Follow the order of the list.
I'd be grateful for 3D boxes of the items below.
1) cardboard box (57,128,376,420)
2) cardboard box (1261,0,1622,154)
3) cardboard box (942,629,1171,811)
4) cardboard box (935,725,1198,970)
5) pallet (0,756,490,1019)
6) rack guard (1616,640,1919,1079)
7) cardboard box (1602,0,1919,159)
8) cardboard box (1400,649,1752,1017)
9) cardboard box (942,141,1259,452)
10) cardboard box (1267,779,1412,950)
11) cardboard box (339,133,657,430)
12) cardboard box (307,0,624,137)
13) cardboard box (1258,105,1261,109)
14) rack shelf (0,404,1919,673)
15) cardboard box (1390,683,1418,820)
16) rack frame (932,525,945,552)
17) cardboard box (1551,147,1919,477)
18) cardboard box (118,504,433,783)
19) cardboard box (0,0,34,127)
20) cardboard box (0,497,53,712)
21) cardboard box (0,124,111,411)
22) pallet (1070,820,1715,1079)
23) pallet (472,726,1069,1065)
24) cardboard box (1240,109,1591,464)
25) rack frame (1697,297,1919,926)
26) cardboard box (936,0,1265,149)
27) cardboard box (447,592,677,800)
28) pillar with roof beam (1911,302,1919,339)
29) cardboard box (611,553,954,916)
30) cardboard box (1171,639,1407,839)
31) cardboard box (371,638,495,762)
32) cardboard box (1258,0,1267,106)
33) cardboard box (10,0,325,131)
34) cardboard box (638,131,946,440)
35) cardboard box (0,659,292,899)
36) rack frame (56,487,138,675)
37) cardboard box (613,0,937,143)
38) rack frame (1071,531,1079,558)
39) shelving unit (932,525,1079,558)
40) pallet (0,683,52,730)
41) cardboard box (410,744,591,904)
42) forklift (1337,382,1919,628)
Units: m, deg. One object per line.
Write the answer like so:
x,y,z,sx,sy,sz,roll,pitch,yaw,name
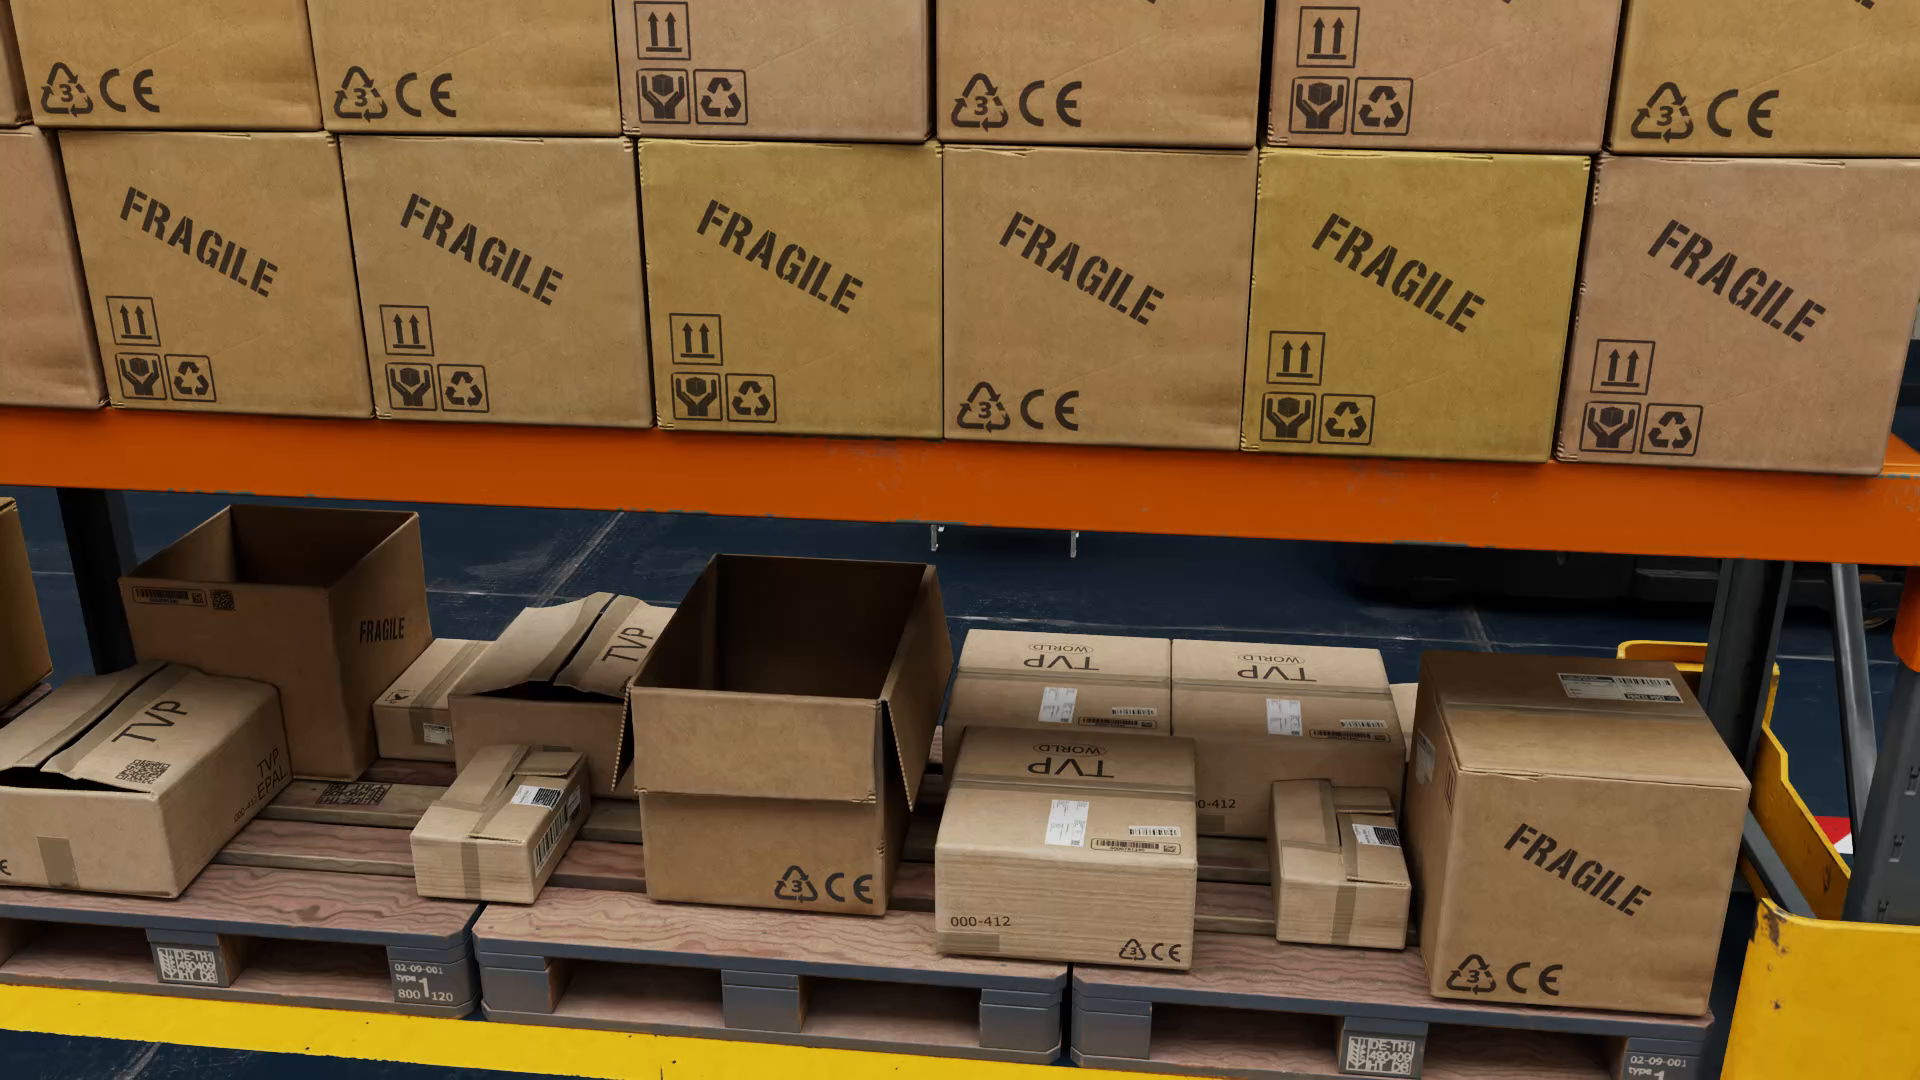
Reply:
-1.252,-0.546,3.104,0.500,0.500,0.500,3,22,7,cardboard box
0.761,-0.920,2.692,0.500,0.500,0.500,3,22,8,cardboard box
0.238,0.435,3.901,0.500,0.250,0.500,2,22,6,cardboard box
0.229,0.620,3.433,0.500,0.250,0.500,2,22,6,cardboard box
-1.553,0.685,3.919,1.213,0.211,1.003,2,22,6,pallet
1.662,0.691,3.513,0.348,0.500,1.175,2,22,6,rack guard
1.263,-0.899,2.637,0.500,0.500,0.500,2,22,6,cardboard box
1.169,0.556,3.256,0.500,0.500,0.500,2,22,6,cardboard box
0.250,-0.480,2.937,0.500,0.500,0.500,3,22,7,cardboard box
0.777,0.661,3.444,0.250,0.166,0.380,2,22,6,cardboard box
-0.755,-0.523,3.047,0.500,0.500,0.500,2,22,6,cardboard box
-0.777,-0.985,2.856,0.500,0.500,0.500,2,22,5,cardboard box
0.815,-0.651,3.370,0.500,0.500,0.500,2,22,6,cardboard box
-0.249,-0.220,3.396,4.000,0.370,1.077,2,22,6,rack shelf
1.114,0.490,3.876,0.250,0.166,0.380,2,22,6,cardboard box
-0.078,-0.561,5.728,0.015,1.200,0.240,2,22,6,rack frame
1.261,-0.435,2.824,0.500,0.500,0.500,3,22,8,cardboard box
-1.635,0.237,4.061,0.500,0.500,0.500,2,22,6,cardboard box
-1.800,-1.030,2.969,0.500,0.500,0.500,3,22,8,cardboard box
-2.686,0.206,4.139,0.500,0.500,0.500,2,22,4,cardboard box
-1.761,-0.567,3.157,0.500,0.500,0.500,3,22,8,cardboard box
0.870,0.791,3.652,1.213,0.211,1.003,2,22,6,pallet
-0.338,0.737,3.788,1.213,0.211,1.003,2,22,6,pallet
0.745,-0.456,2.878,0.500,0.500,0.500,3,22,7,cardboard box
1.738,-0.468,3.045,0.127,3.000,1.000,2,22,6,rack frame
0.246,-0.941,2.744,0.500,0.500,0.500,3,22,8,cardboard box
-0.891,0.358,4.014,0.500,0.311,0.500,2,22,6,cardboard box
4.593,-3.694,3.045,0.400,9.000,9.100,2,22,6,pillar with roof beam
-0.368,0.394,3.660,0.637,0.503,0.797,2,22,6,cardboard box
0.734,0.457,3.846,0.500,0.250,0.500,2,22,6,cardboard box
-1.256,0.395,4.140,0.250,0.149,0.380,2,22,6,cardboard box
0.808,-1.115,3.185,0.500,0.500,0.500,3,22,7,cardboard box
-1.287,-1.008,2.913,0.500,0.500,0.500,2,22,5,cardboard box
-0.250,-0.502,2.993,0.500,0.500,0.500,2,22,6,cardboard box
-1.843,0.501,3.650,0.500,0.311,0.500,2,22,6,cardboard box
-2.235,-0.642,3.483,0.127,3.000,1.000,2,22,6,rack frame
-0.264,-0.963,2.801,0.500,0.500,0.500,3,22,8,cardboard box
0.407,-0.540,5.674,0.015,1.200,0.240,2,22,6,rack frame
0.164,-0.551,5.701,0.503,1.200,0.258,2,22,6,shelving unit
-3.047,0.634,4.050,1.213,0.211,1.003,2,22,6,pallet
-0.983,0.602,3.592,0.250,0.166,0.380,2,22,6,cardboard box
2.818,-1.285,5.204,3.031,2.935,1.130,2,22,5,forklift
